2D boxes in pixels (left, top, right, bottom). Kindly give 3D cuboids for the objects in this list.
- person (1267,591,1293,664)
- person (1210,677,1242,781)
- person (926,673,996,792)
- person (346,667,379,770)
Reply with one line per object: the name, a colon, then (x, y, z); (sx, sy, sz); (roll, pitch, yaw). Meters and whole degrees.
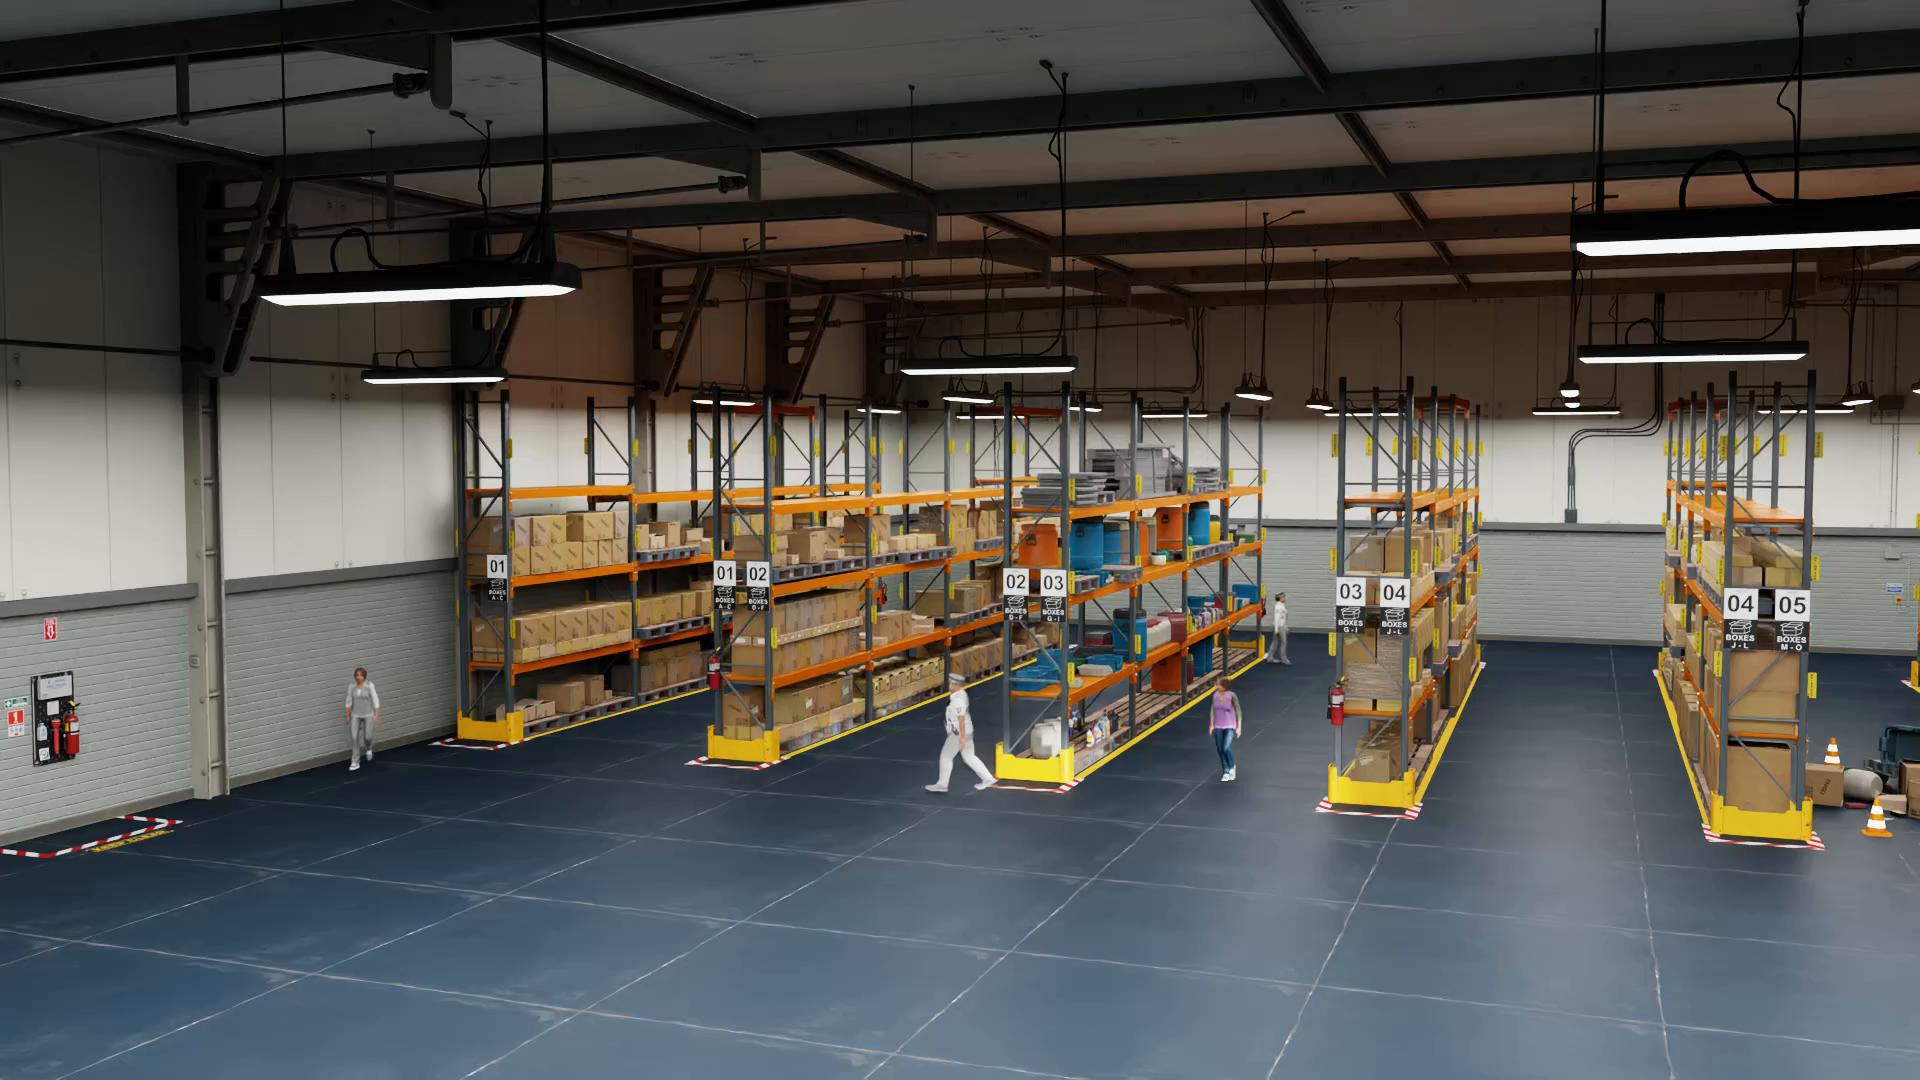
person: (7.459, 2.050, 38.708); (0.610, 1.717, 0.523); (0, 3, 9)
person: (3.983, 2.840, 25.009); (0.500, 1.581, 0.408); (2, 4, 35)
person: (0.015, 2.795, 24.192); (0.999, 1.717, 0.561); (1, 3, 12)
person: (-9.350, 2.767, 26.041); (0.522, 1.583, 0.673); (0, 3, -6)
